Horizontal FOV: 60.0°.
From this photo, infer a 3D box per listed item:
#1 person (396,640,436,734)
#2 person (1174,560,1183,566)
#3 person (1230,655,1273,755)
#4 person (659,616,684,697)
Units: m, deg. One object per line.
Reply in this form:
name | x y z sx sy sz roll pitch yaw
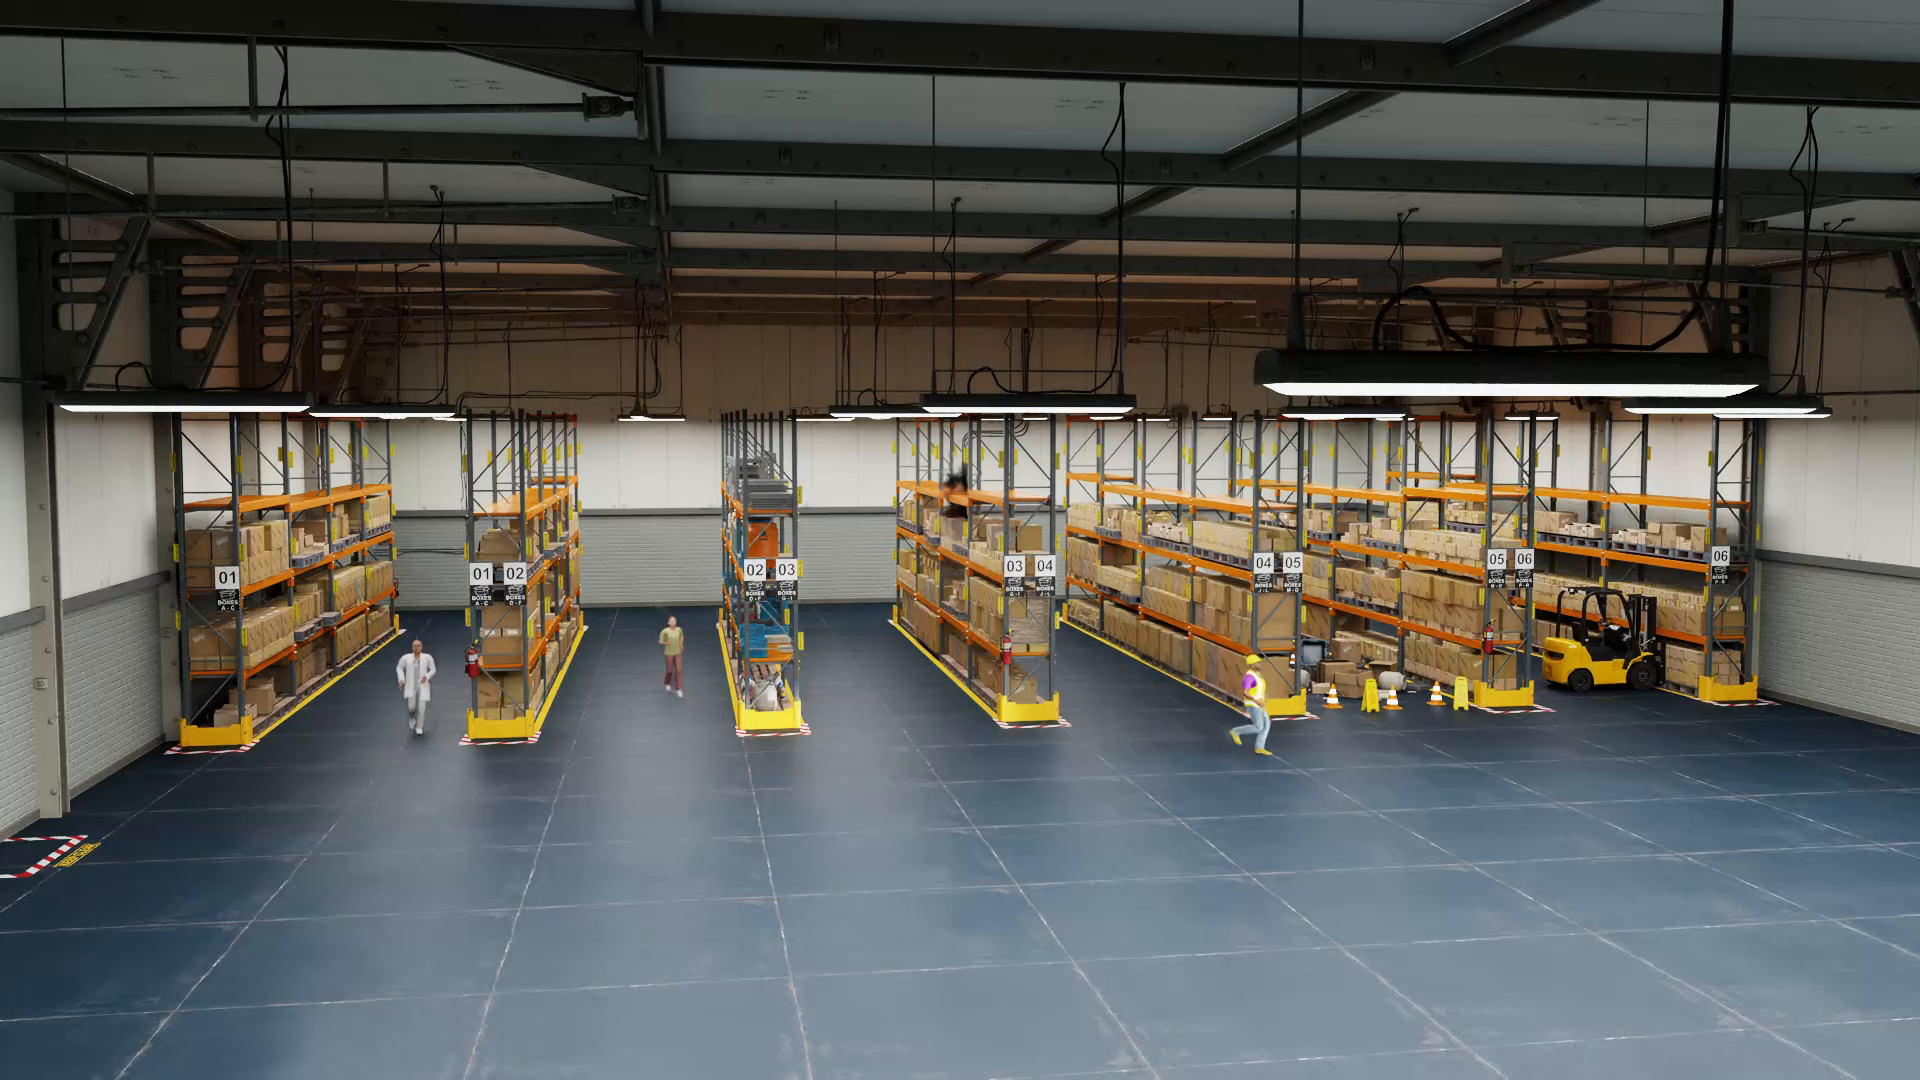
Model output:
person | -10.010 2.719 30.640 0.704 1.732 0.628 -1 4 -18
person | 6.692 1.384 50.426 0.801 1.698 0.625 0 4 -7
person | 5.076 2.856 28.880 0.739 1.739 0.707 2 4 24
person | -6.053 2.422 35.010 0.574 1.672 0.951 -2 4 -25
